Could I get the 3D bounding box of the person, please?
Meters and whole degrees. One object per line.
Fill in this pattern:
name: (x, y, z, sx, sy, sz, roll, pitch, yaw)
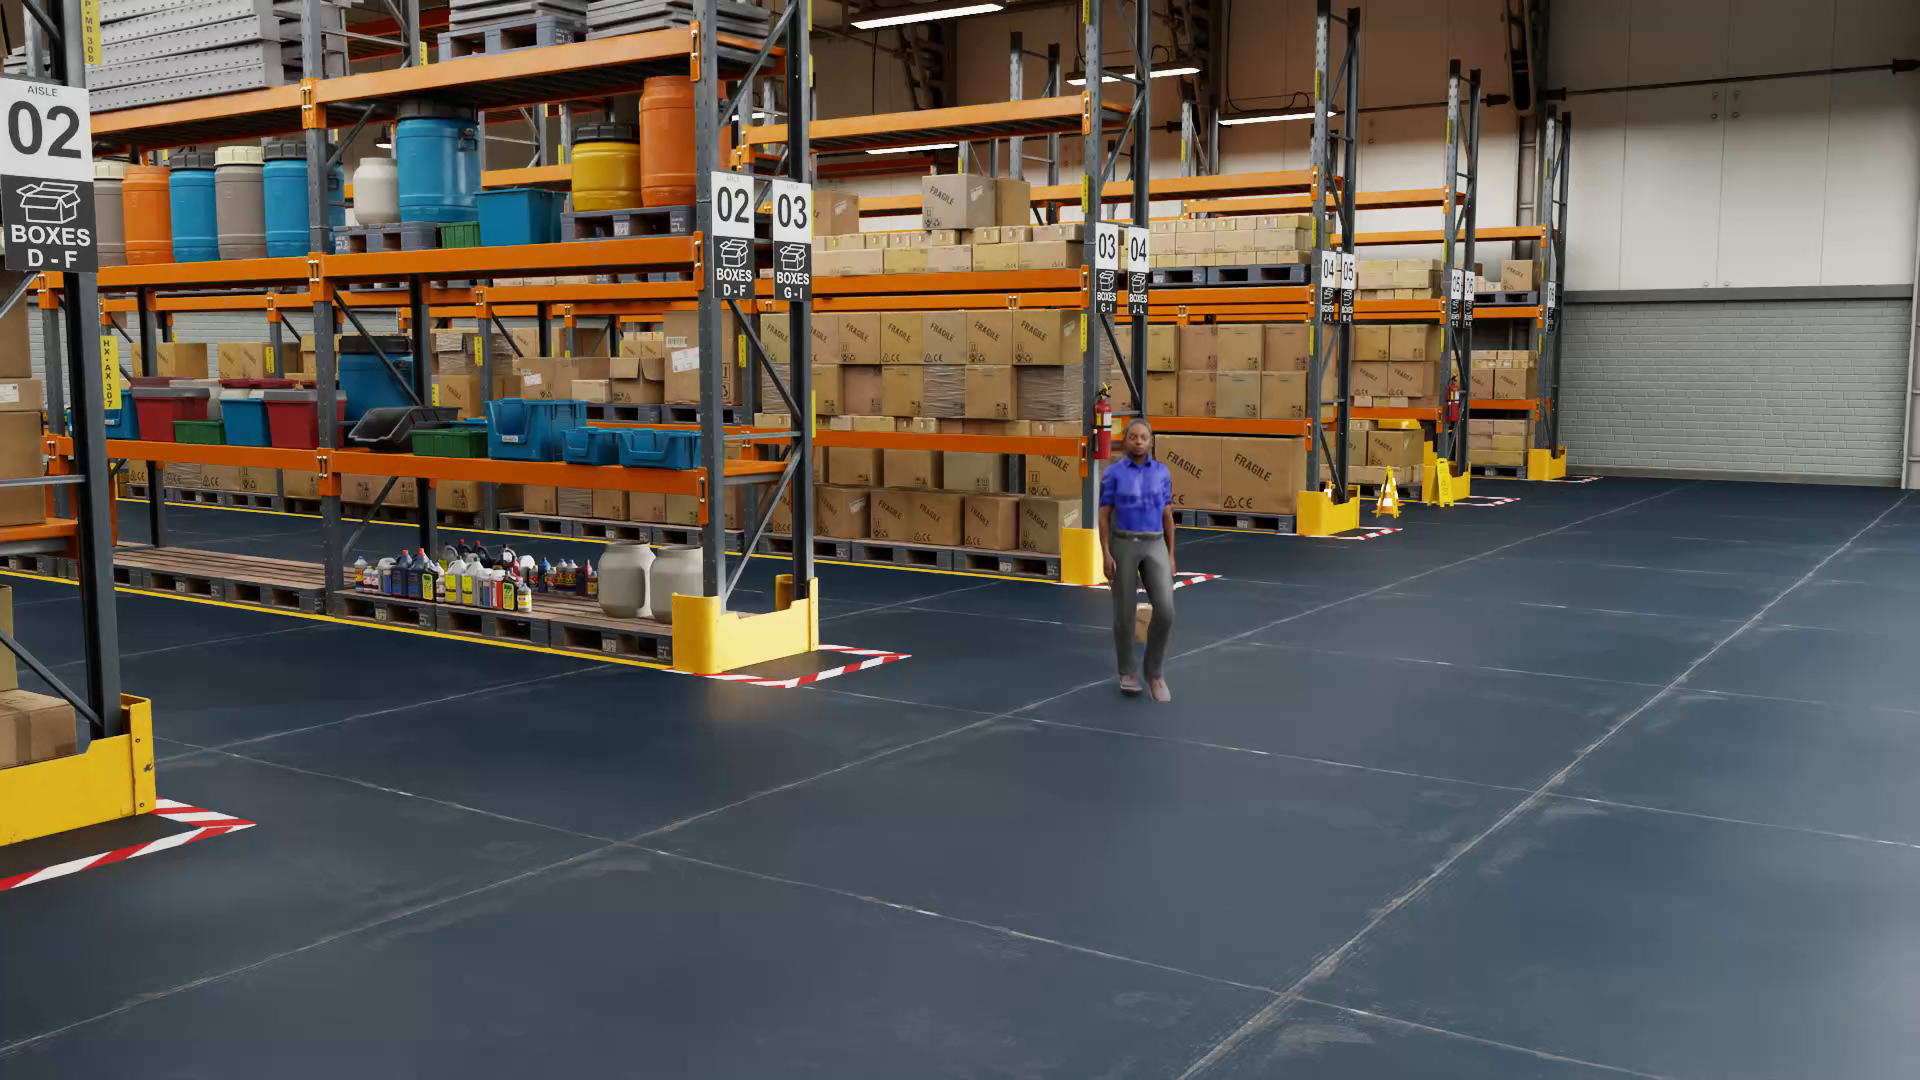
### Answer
person: (1.063, 0.131, 9.930, 0.485, 1.714, 0.495, 0, 6, -3)
